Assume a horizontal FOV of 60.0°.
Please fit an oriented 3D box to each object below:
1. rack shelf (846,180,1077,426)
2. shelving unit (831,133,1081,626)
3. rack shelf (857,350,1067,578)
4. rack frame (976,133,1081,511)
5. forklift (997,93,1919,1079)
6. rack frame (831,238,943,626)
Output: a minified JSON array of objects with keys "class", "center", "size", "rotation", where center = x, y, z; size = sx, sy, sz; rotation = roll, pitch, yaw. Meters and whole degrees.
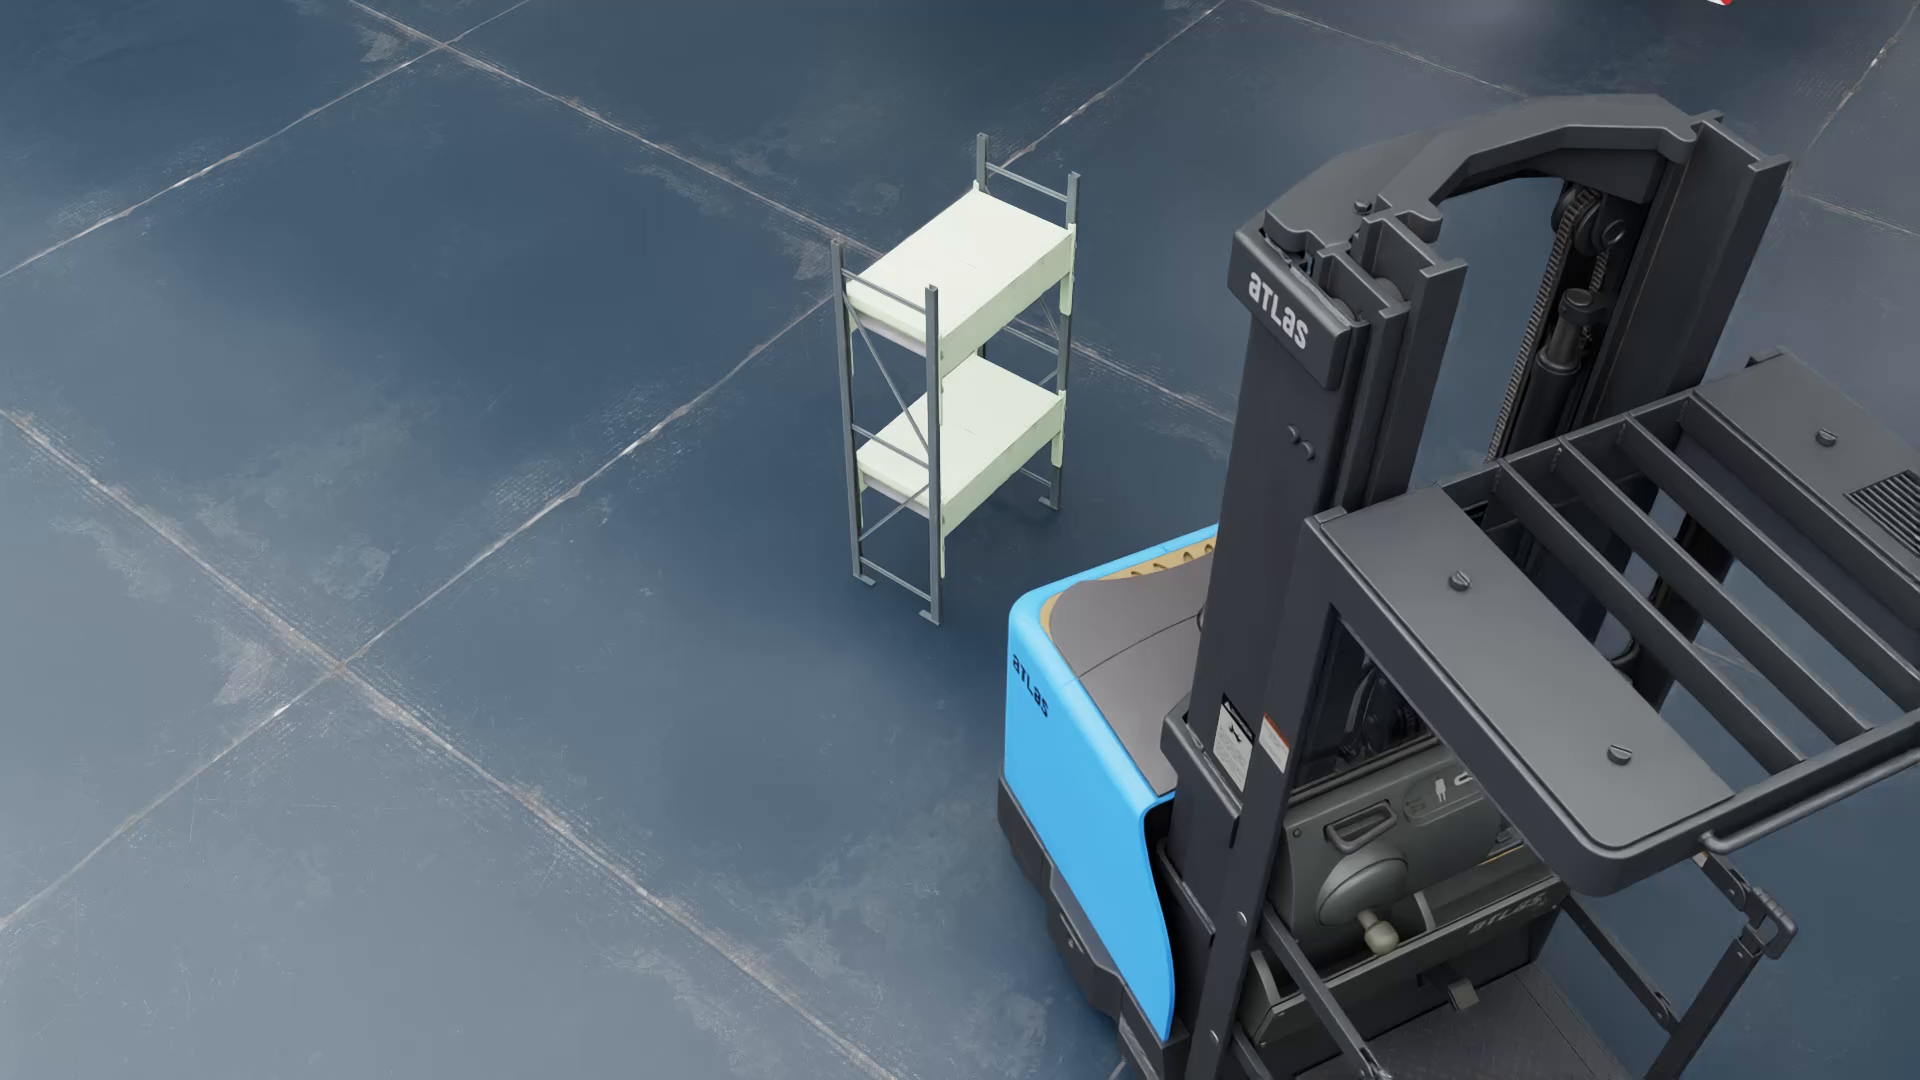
[{"class":"rack shelf","center":[-0.004,-0.784,5.422],"size":[0.431,0.370,0.720],"rotation":[29,53,25]},{"class":"shelving unit","center":[-0.004,-0.514,5.704],"size":[0.431,1.500,0.755],"rotation":[29,53,25]},{"class":"rack shelf","center":[-0.004,-0.289,5.940],"size":[0.431,0.370,0.720],"rotation":[29,53,25]},{"class":"rack frame","center":[0.220,-0.724,5.904],"size":[0.400,1.500,0.023],"rotation":[29,53,25]},{"class":"forklift","center":[1.208,0.704,3.550],"size":[1.130,2.935,3.031],"rotation":[-19,49,-17]},{"class":"rack frame","center":[-0.228,-0.305,5.504],"size":[0.400,1.500,0.023],"rotation":[29,53,25]}]
